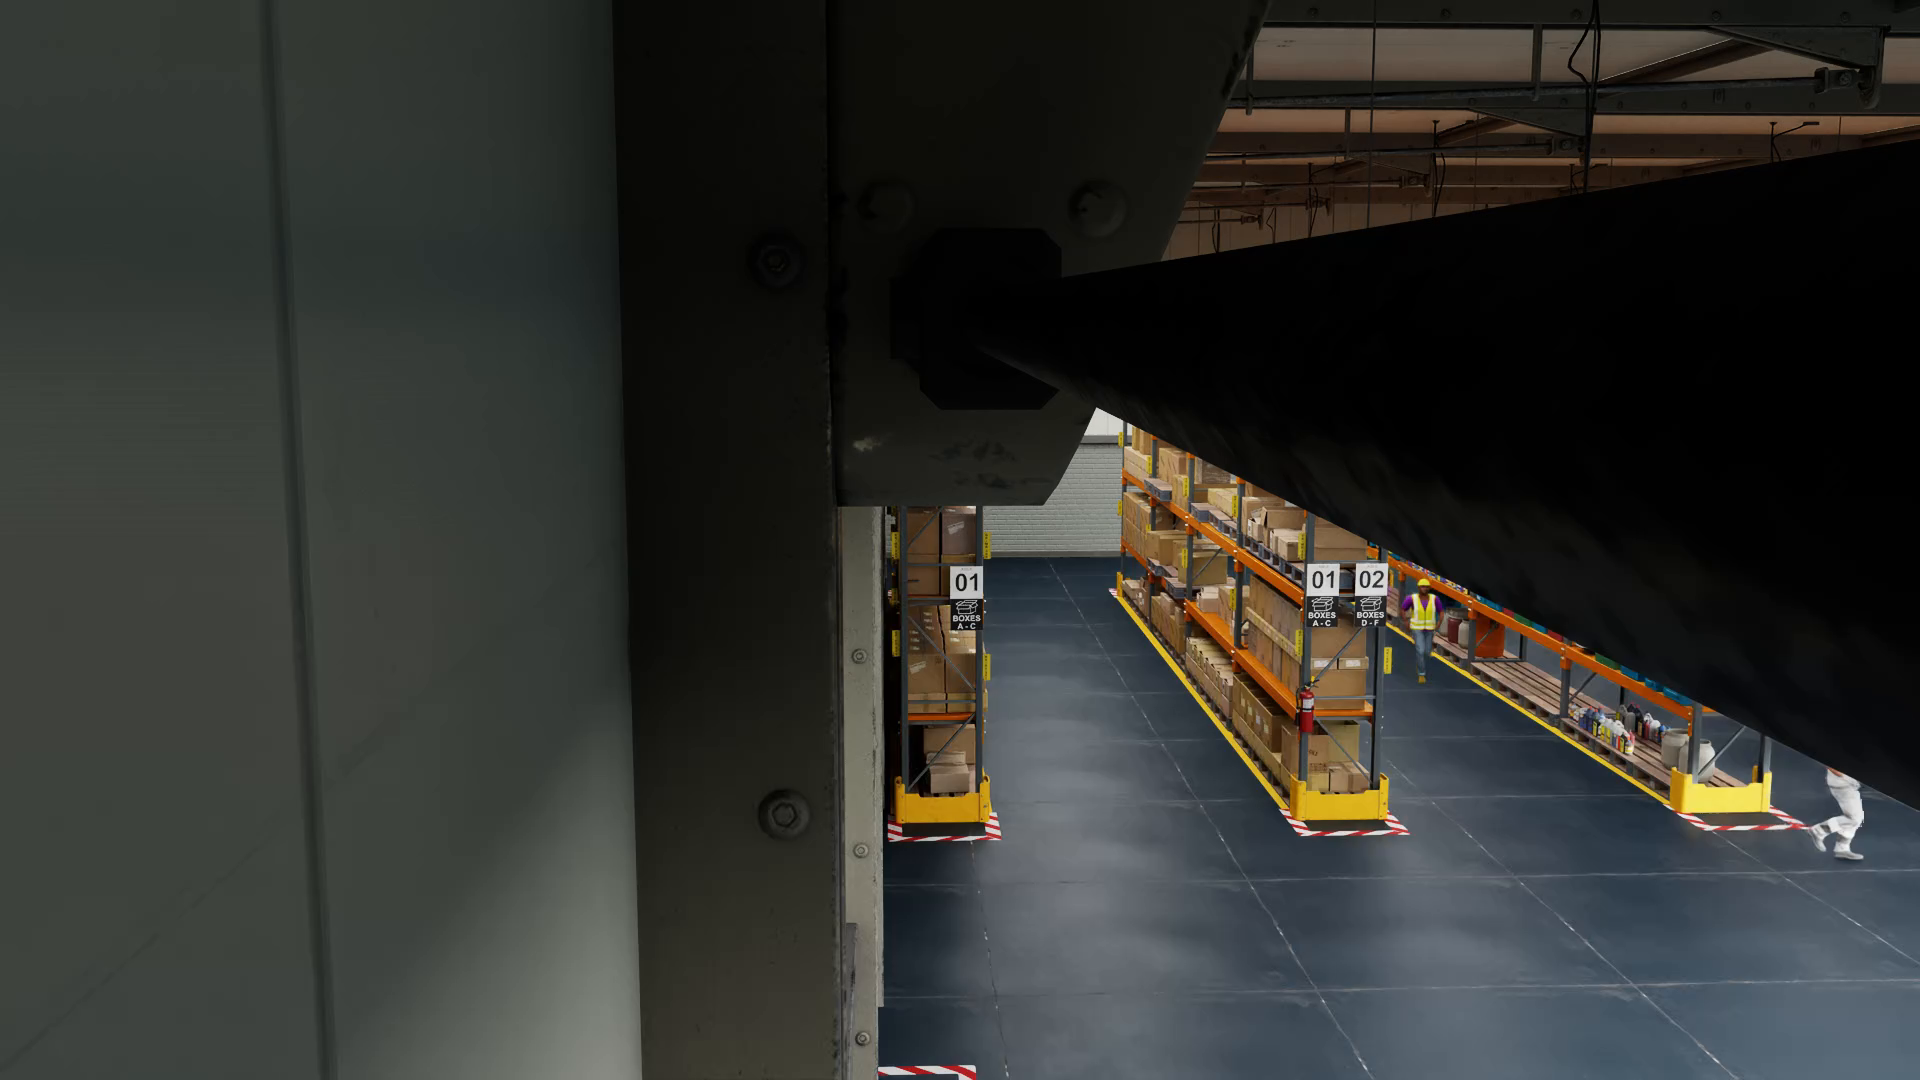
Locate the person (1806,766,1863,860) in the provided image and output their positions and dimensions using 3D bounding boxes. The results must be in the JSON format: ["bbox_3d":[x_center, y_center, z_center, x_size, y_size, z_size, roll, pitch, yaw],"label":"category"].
[{"bbox_3d":[10.105,2.798,19.098,0.595,1.749,0.685,5,10,33],"label":"person"}]

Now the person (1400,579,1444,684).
[{"bbox_3d":[7.857,1.512,28.286,0.717,1.752,0.820,0,8,1],"label":"person"}]
